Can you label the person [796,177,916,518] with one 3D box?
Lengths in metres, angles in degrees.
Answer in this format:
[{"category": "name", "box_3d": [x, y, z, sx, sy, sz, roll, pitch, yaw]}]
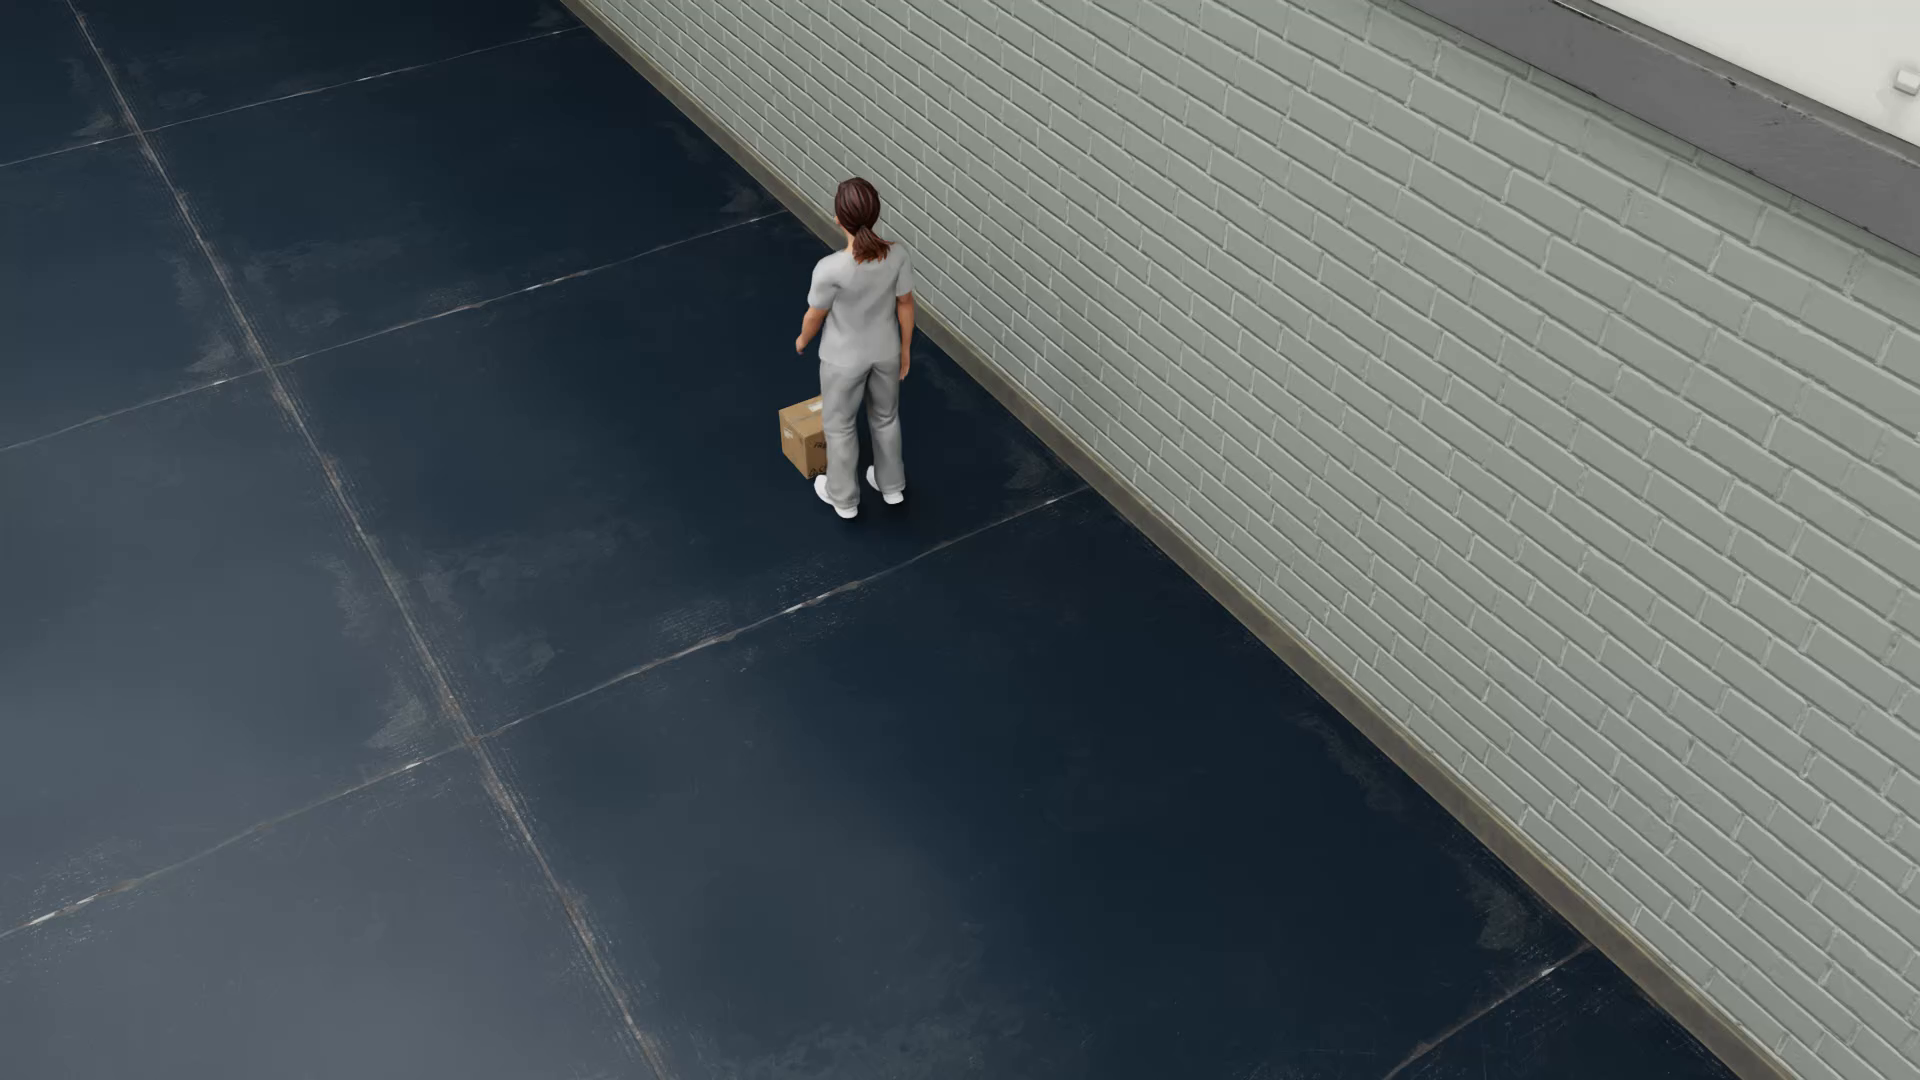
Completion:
[{"category": "person", "box_3d": [-0.434, -0.787, 7.049, 0.455, 1.692, 0.478, -20, 45, -21]}]
